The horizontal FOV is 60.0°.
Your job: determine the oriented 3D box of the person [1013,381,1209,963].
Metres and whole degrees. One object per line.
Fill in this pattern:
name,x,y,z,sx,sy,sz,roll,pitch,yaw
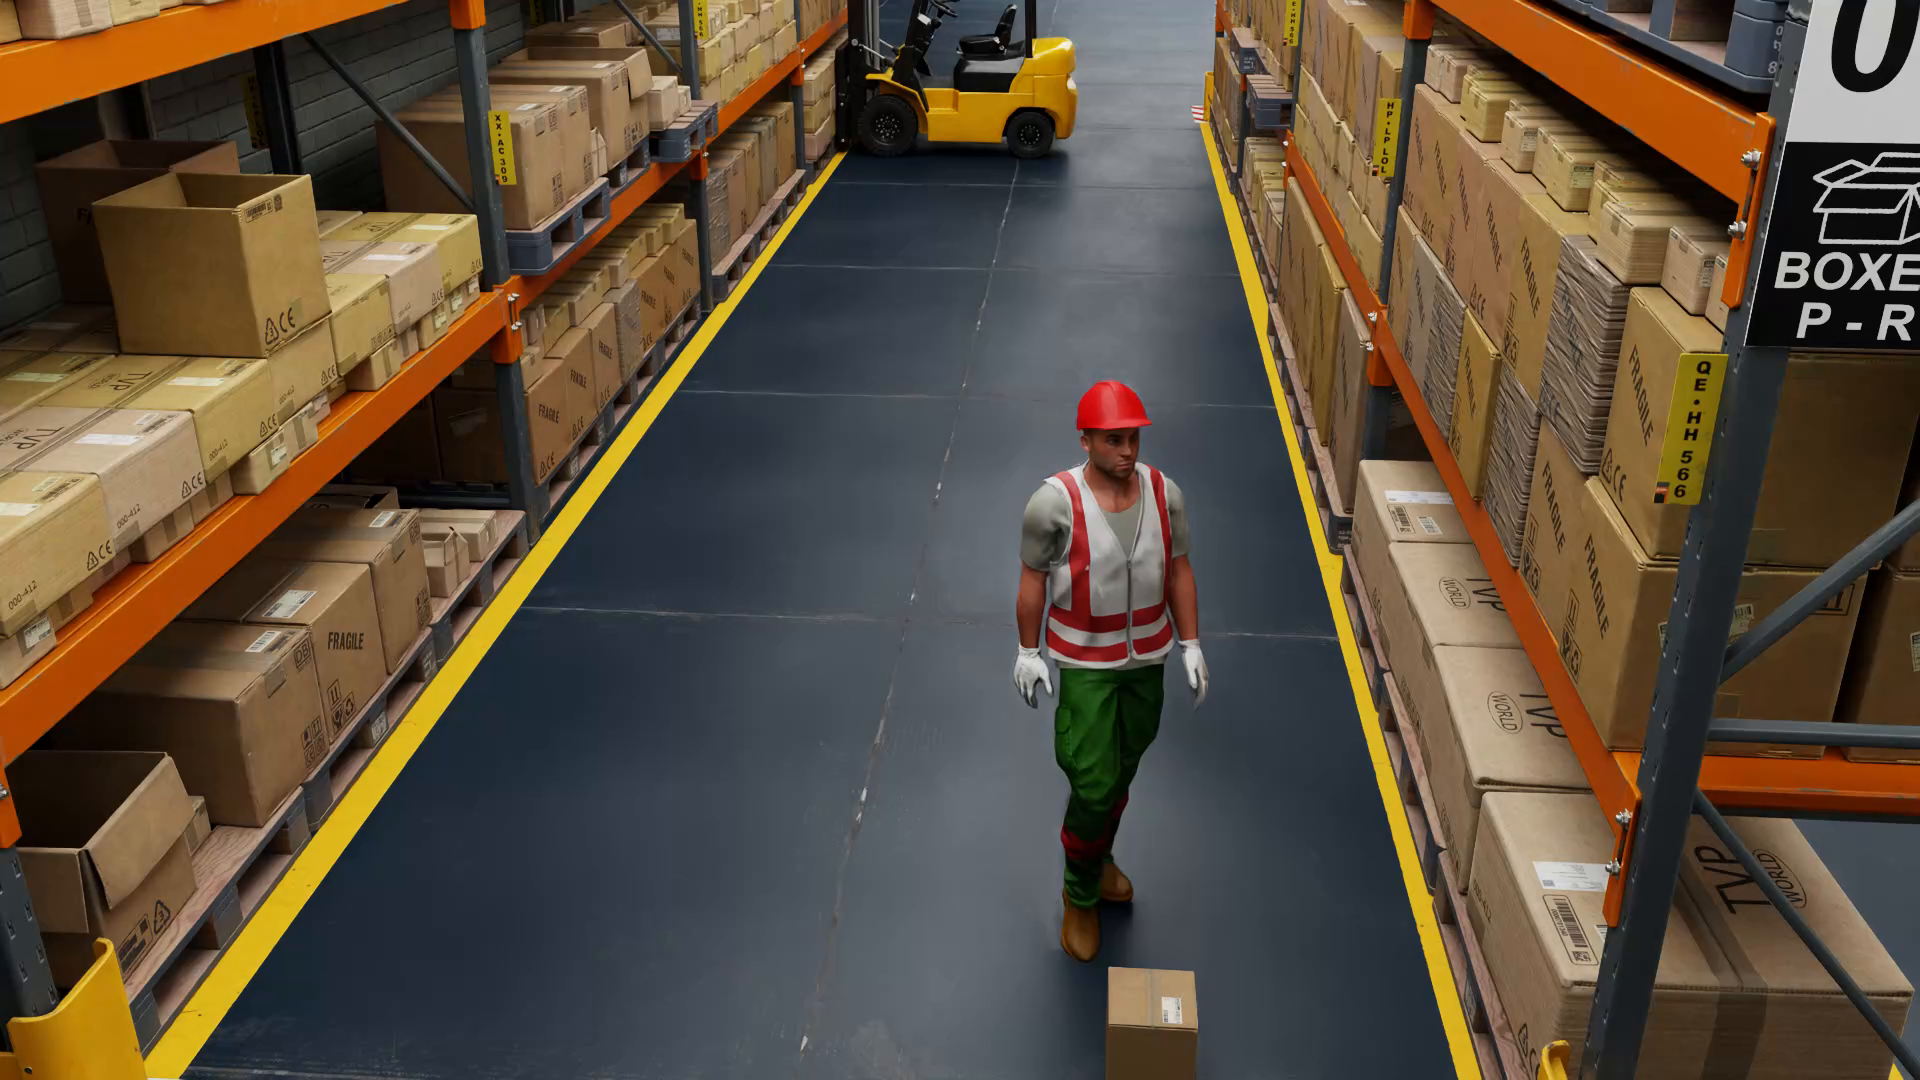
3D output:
person,0.484,0.406,5.171,0.547,1.835,0.472,-10,26,-21
